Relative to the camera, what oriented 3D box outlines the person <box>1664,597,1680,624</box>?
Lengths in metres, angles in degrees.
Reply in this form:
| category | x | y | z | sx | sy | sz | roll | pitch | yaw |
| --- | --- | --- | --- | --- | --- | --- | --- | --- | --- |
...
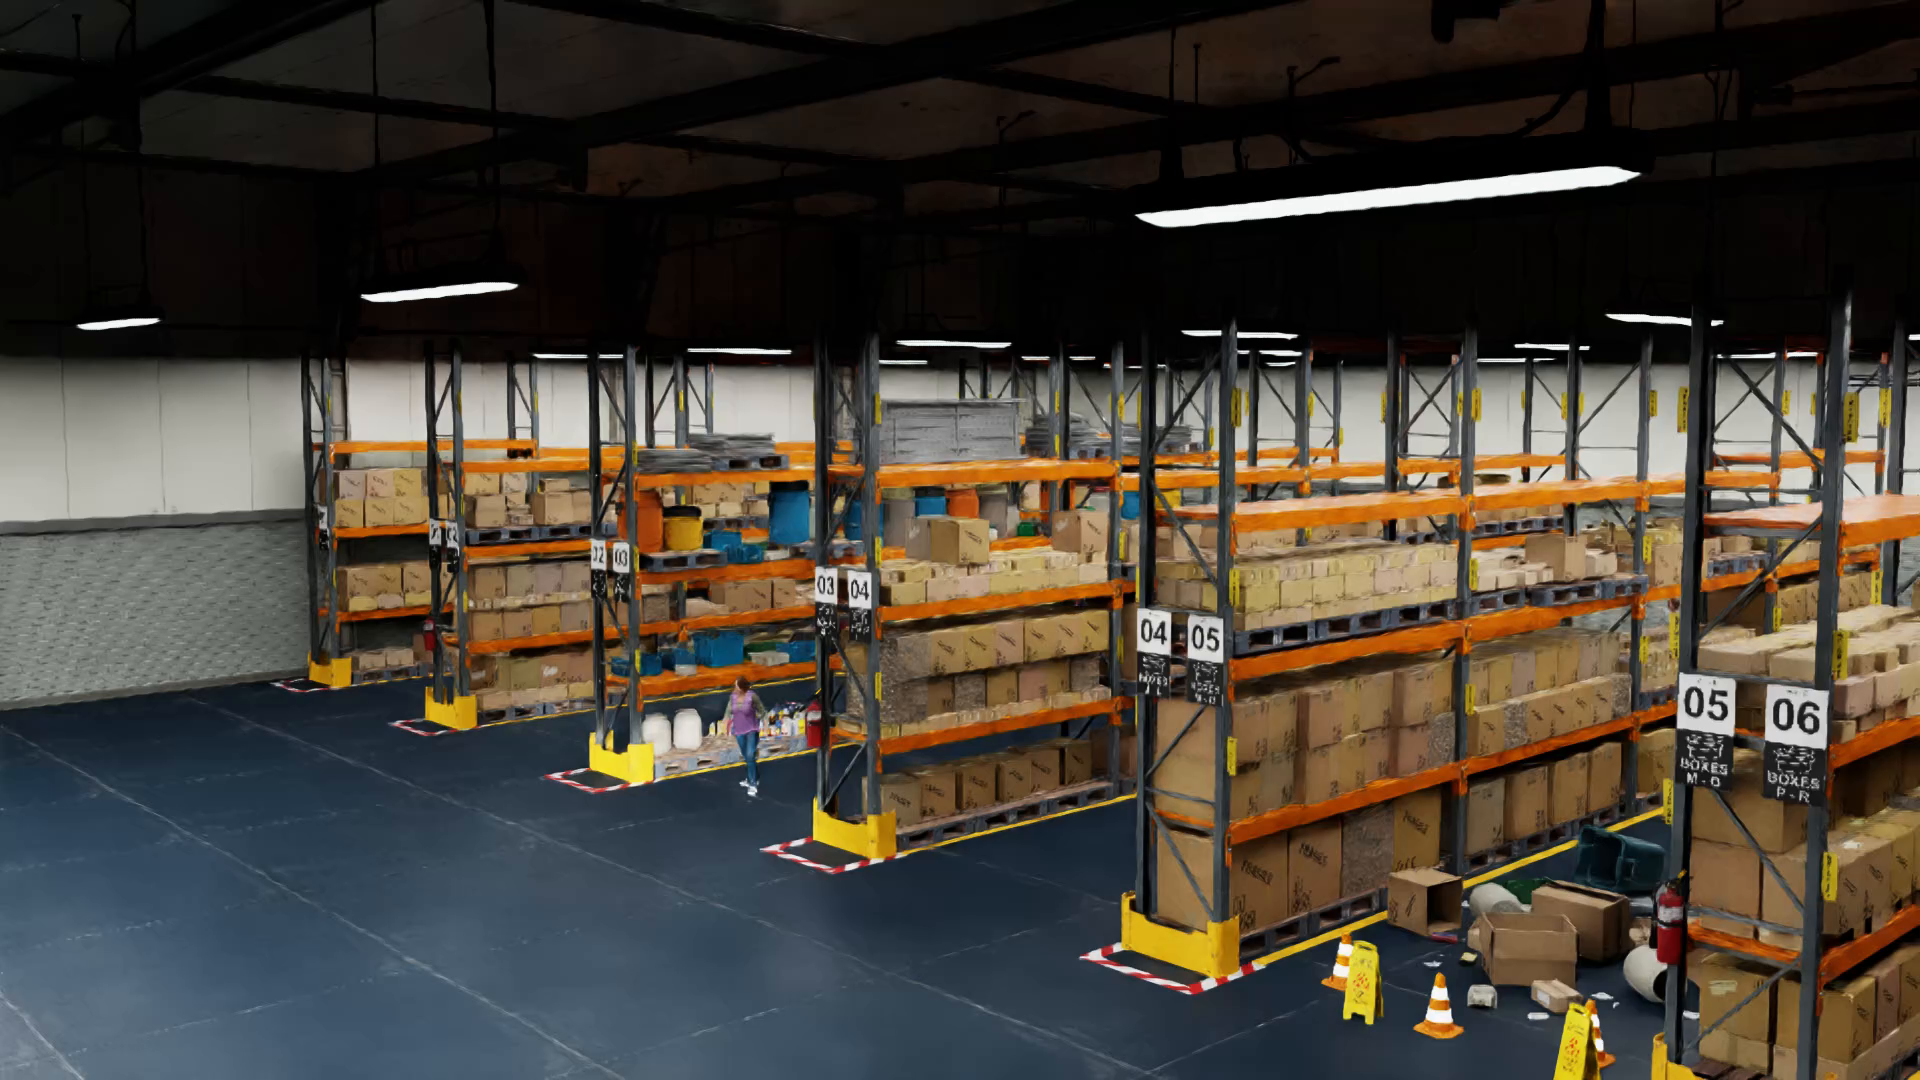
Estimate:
| category | x | y | z | sx | sy | sz | roll | pitch | yaw |
| --- | --- | --- | --- | --- | --- | --- | --- | --- | --- |
| person | 12.843 | 1.772 | 29.886 | 0.415 | 1.504 | 1.041 | 5 | 7 | 44 |

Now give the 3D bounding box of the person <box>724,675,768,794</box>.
| category | x | y | z | sx | sy | sz | roll | pitch | yaw |
| --- | --- | --- | --- | --- | --- | --- | --- | --- | --- |
| person | -2.753 | 2.511 | 21.608 | 0.563 | 1.496 | 0.755 | 3 | 6 | 27 |

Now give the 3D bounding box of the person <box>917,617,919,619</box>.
| category | x | y | z | sx | sy | sz | roll | pitch | yaw |
| --- | --- | --- | --- | --- | --- | --- | --- | --- | --- |
| person | -0.794 | 1.784 | 28.224 | 0.450 | 1.776 | 0.584 | 1 | 5 | 16 |
